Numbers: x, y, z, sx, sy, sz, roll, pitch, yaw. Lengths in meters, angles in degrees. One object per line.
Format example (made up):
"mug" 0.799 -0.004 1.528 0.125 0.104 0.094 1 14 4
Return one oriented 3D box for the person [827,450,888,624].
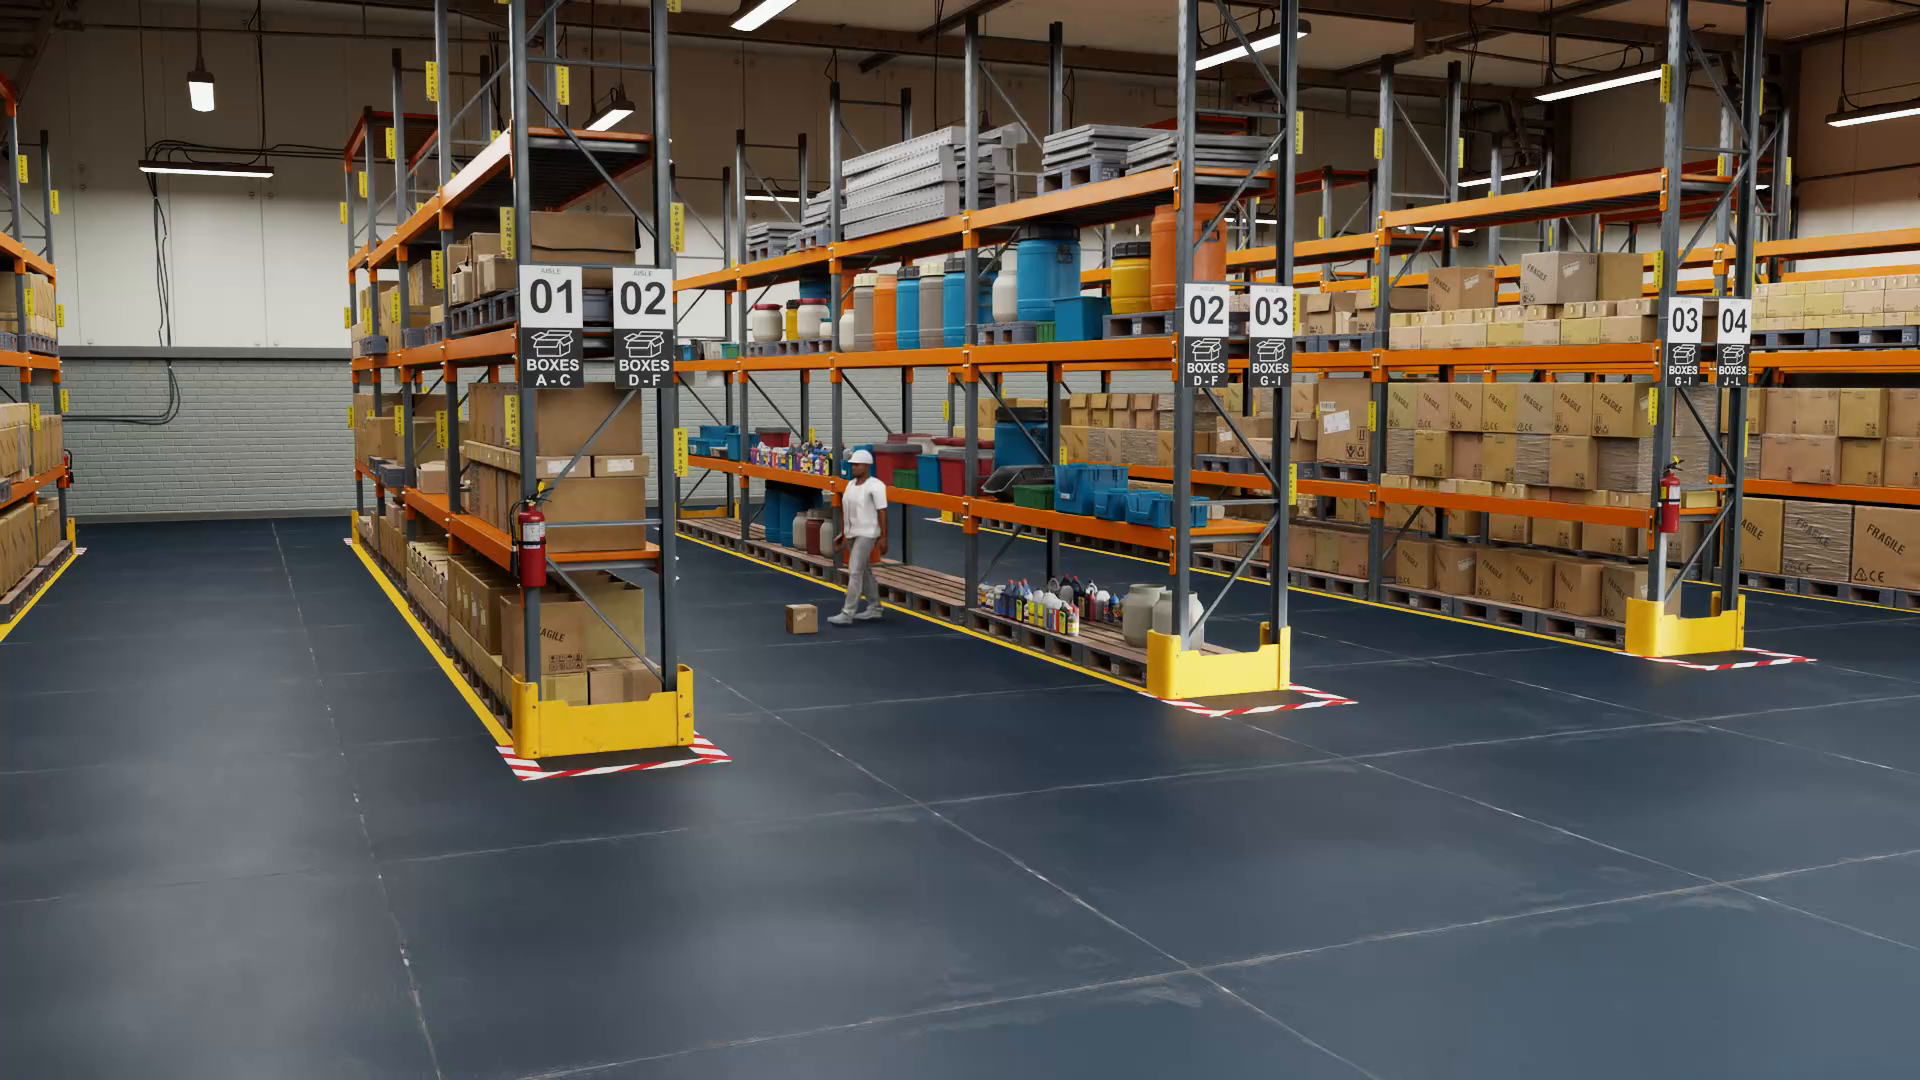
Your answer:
"person" -1.092 -0.034 16.907 0.796 1.747 0.580 -4 7 -37
